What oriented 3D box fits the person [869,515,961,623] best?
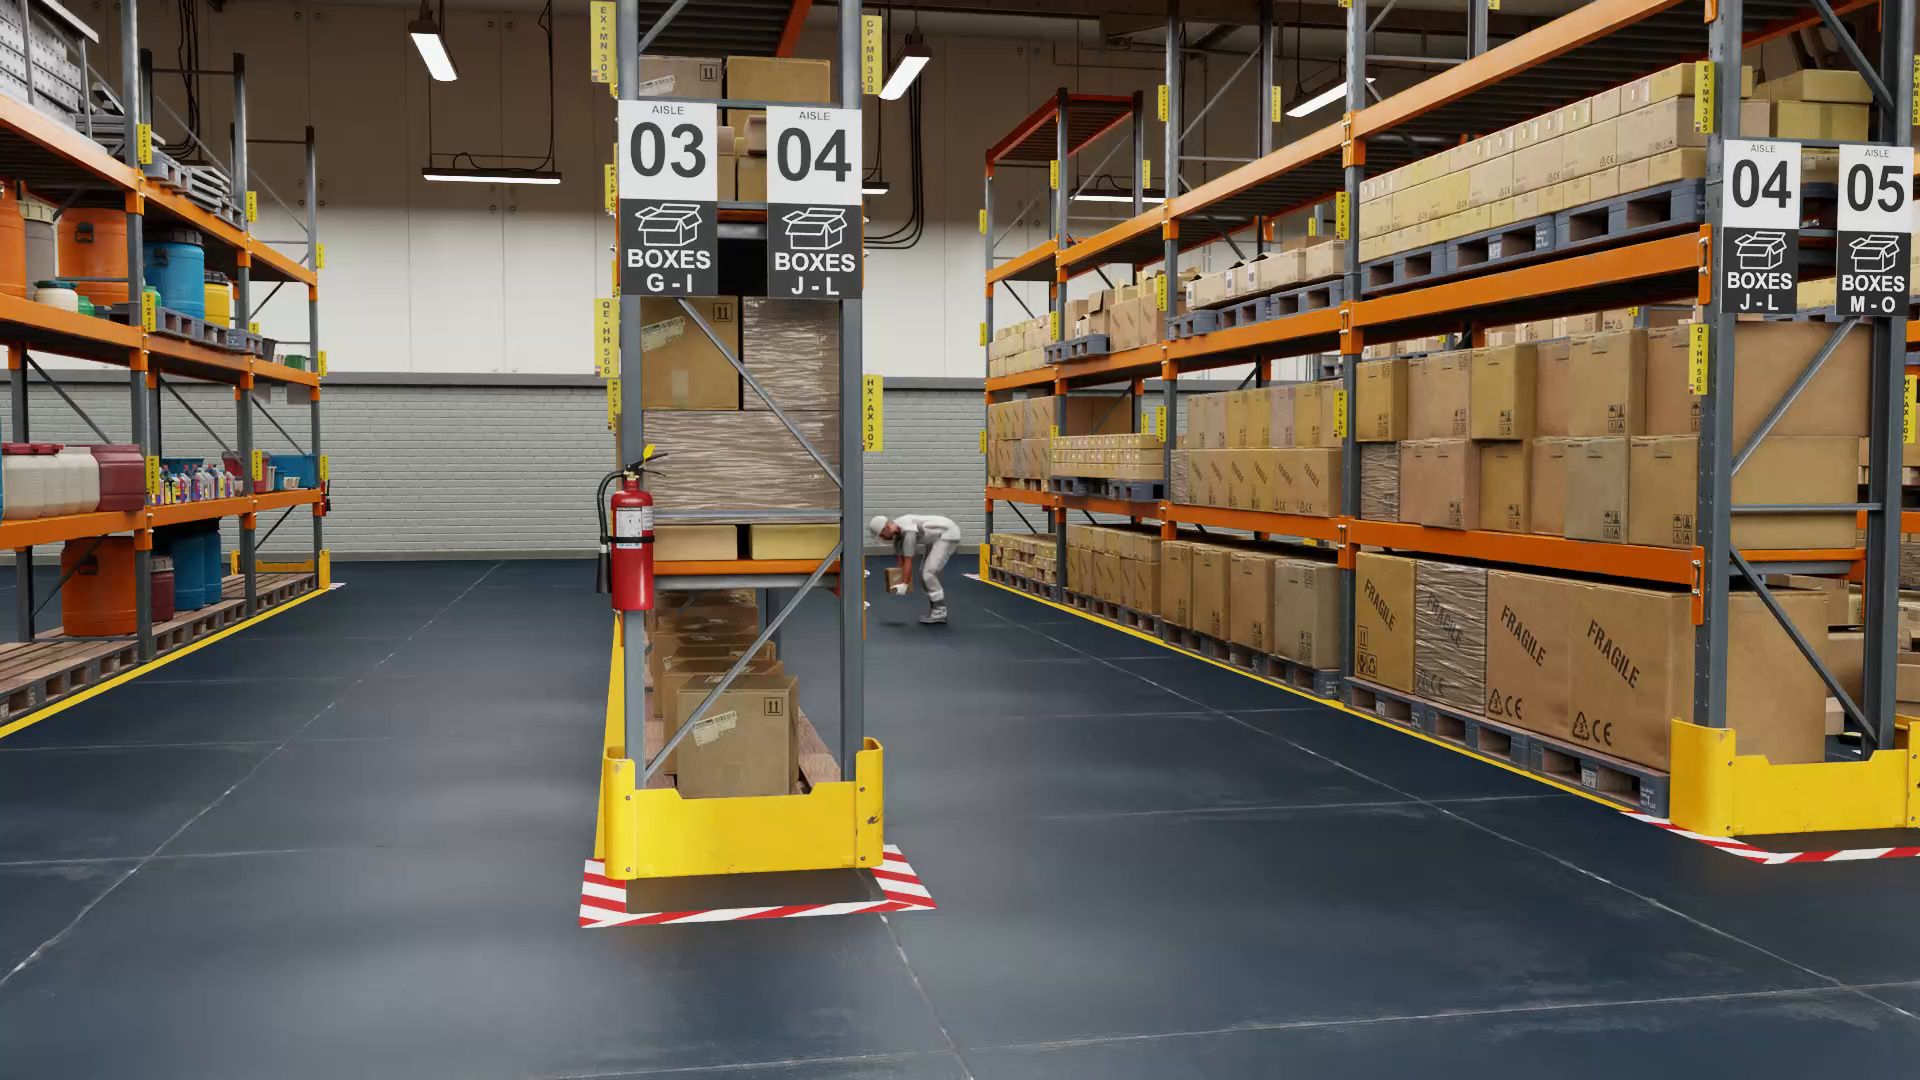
[{"bbox_3d":[-0.470,0.300,17.338,0.962,1.130,0.490,-1,3,-13],"label":"person"}]
